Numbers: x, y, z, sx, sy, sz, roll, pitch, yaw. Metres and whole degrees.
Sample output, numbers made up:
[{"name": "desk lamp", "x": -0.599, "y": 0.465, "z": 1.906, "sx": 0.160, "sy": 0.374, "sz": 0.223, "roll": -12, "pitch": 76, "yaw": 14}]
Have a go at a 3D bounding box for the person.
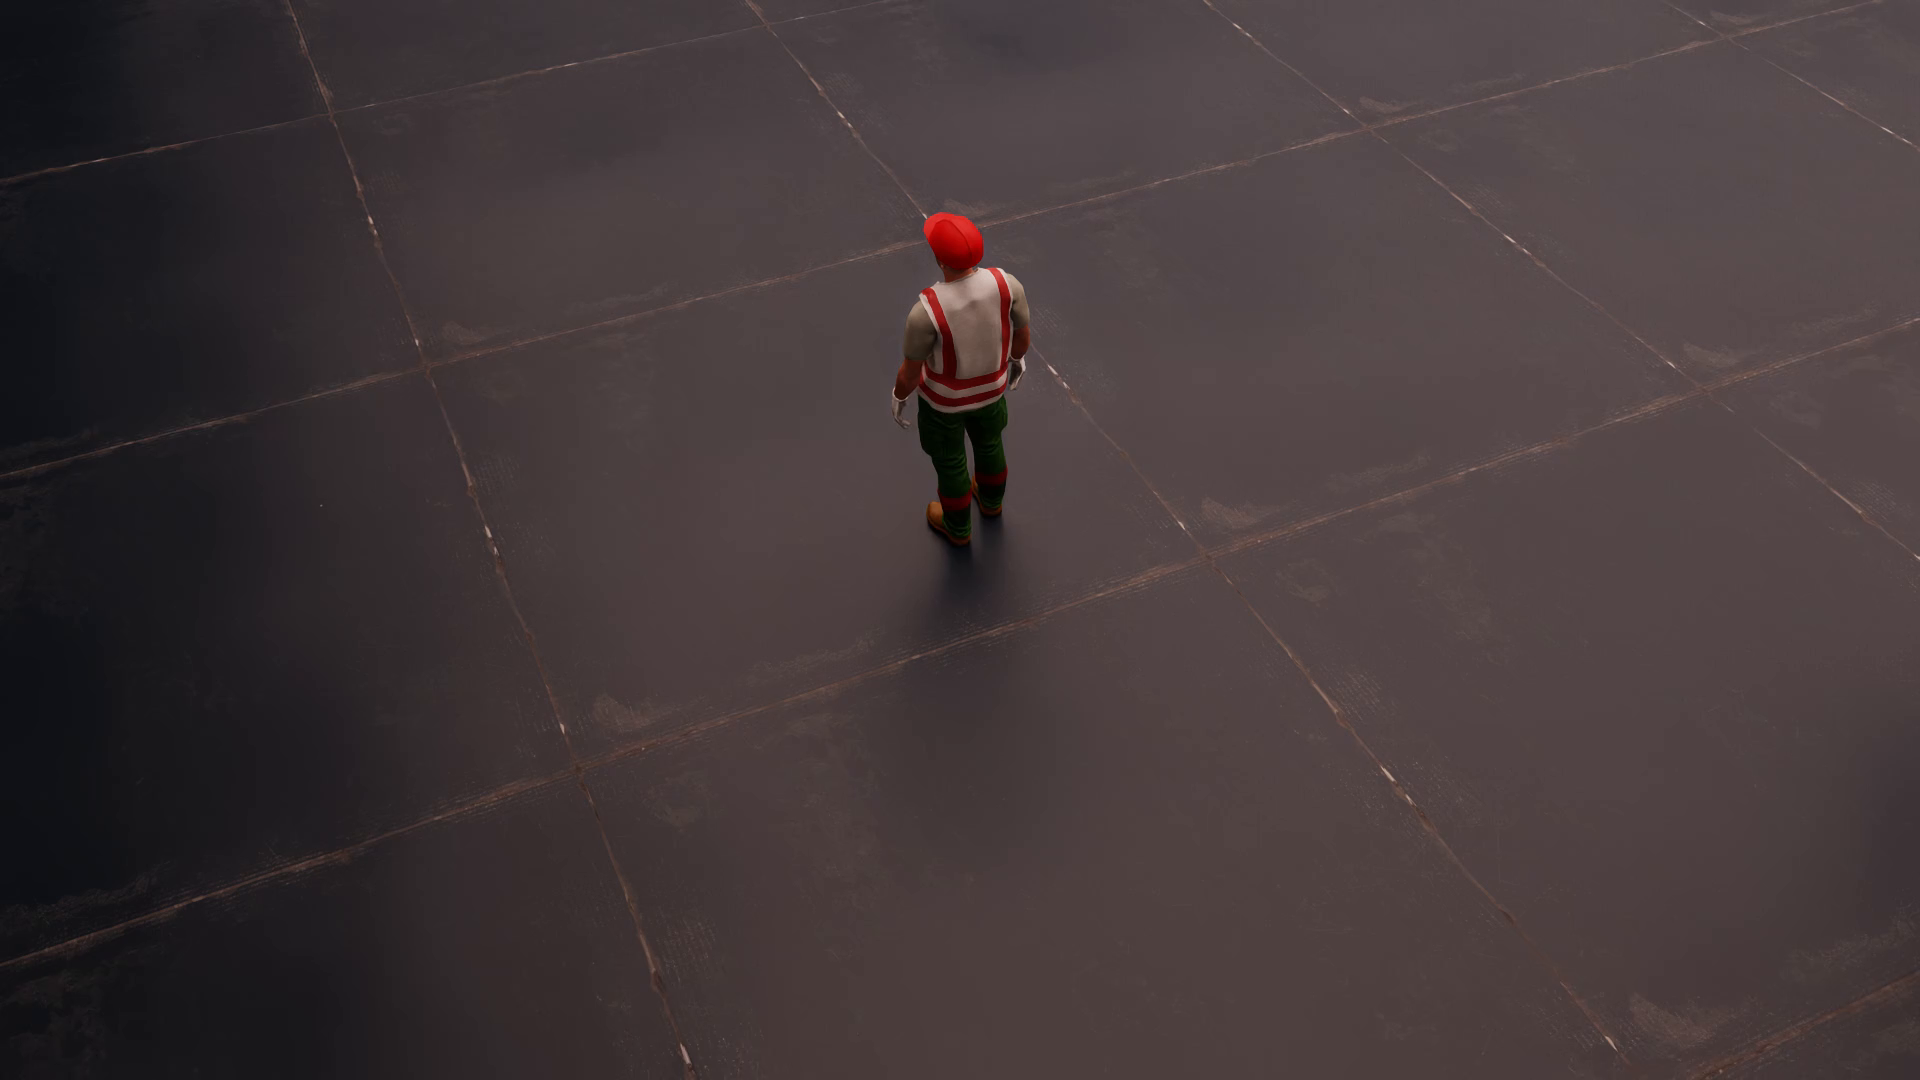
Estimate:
[{"name": "person", "x": -0.022, "y": -0.713, "z": 7.270, "sx": 0.637, "sy": 1.787, "sz": 0.564, "roll": -18, "pitch": 46, "yaw": -18}]
